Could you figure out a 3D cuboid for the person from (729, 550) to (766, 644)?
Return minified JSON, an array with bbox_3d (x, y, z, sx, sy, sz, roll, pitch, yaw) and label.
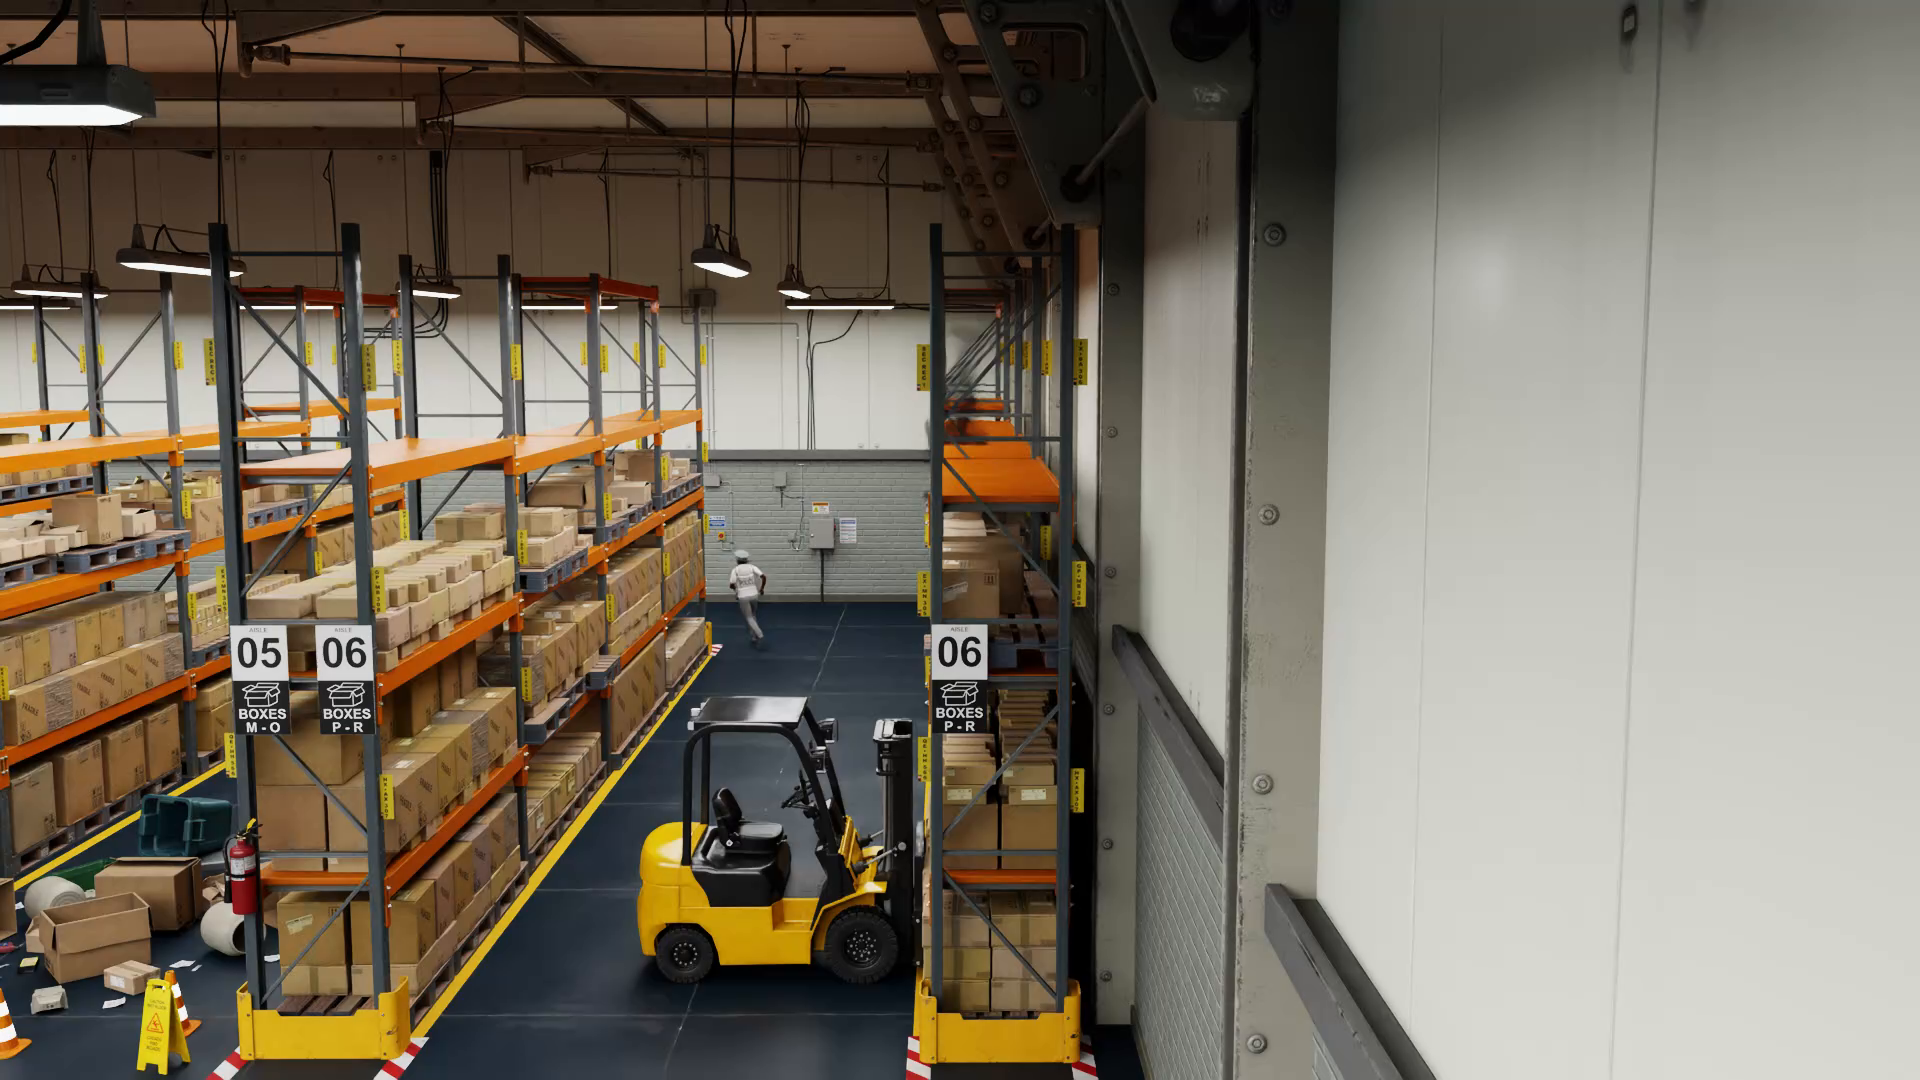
[{"bbox_3d":[-3.658,1.013,28.596,0.616,1.675,0.911,-4,8,-29],"label":"person"}]
